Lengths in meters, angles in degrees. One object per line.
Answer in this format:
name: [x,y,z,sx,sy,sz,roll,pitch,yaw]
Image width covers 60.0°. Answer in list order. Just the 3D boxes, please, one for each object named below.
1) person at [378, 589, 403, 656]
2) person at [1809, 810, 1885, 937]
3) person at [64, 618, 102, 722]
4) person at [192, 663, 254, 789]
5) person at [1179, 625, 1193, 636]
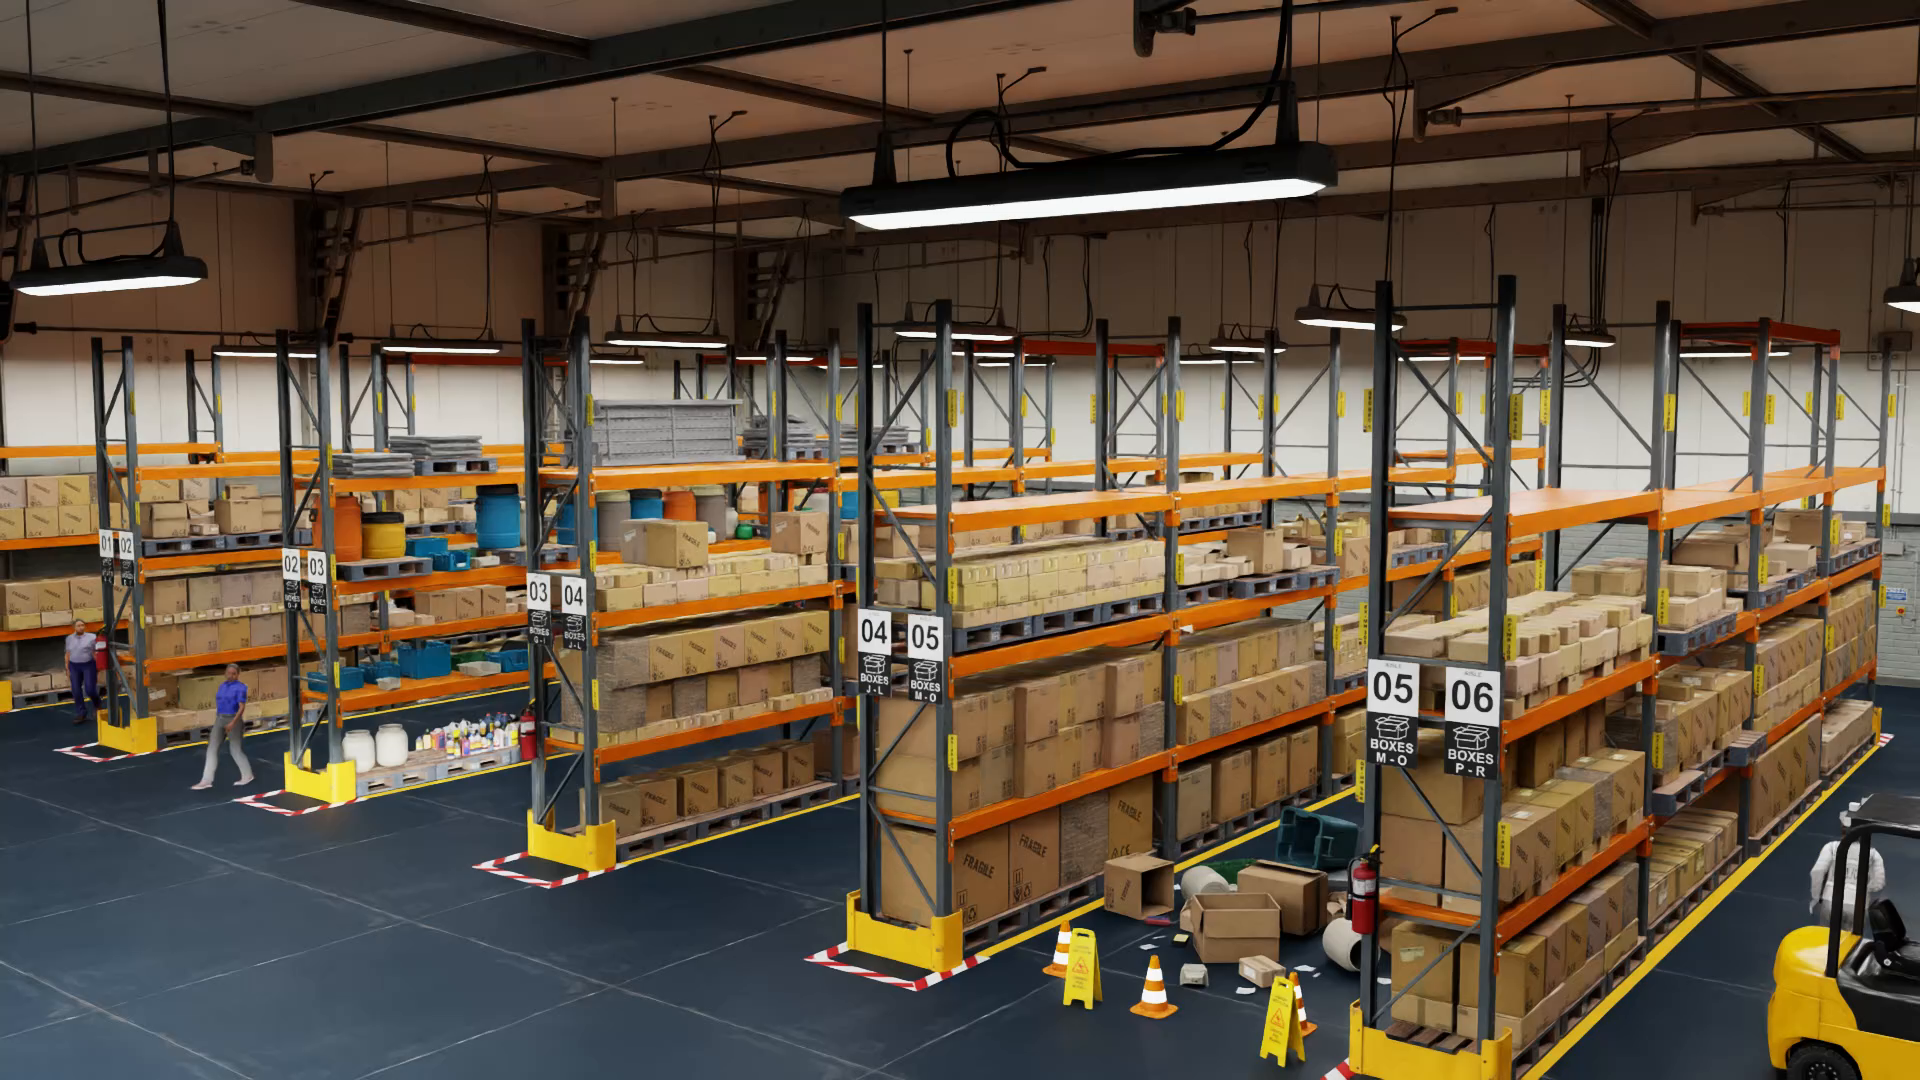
person: [-10.400,1.655,30.187,0.547,1.756,0.597,-5,7,-42]
person: [7.616,3.141,14.297,0.535,1.581,0.698,4,6,38]
person: [-13.872,2.042,26.308,0.473,1.635,0.509,-1,5,-7]
person: [-9.712,2.470,21.906,0.475,1.650,0.811,1,5,16]
person: [3.341,2.110,25.079,0.656,1.725,1.096,3,6,35]
